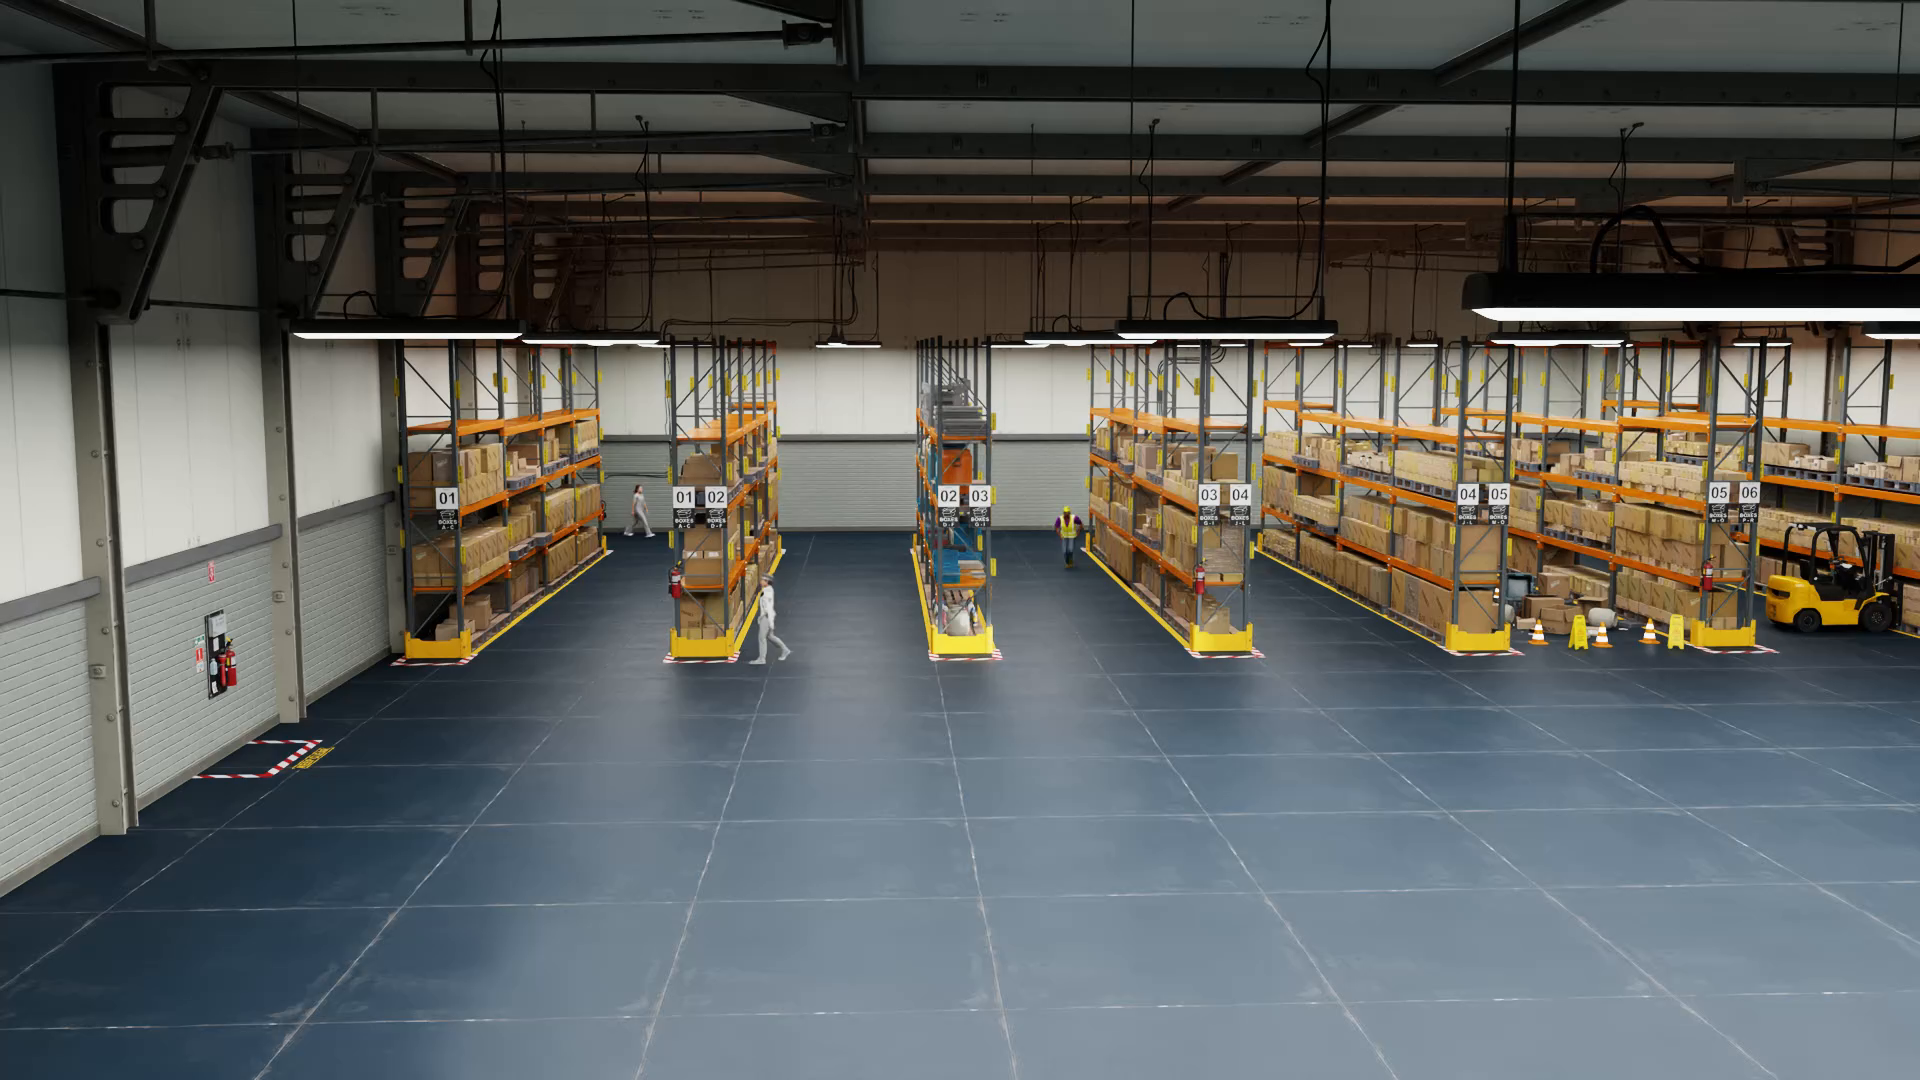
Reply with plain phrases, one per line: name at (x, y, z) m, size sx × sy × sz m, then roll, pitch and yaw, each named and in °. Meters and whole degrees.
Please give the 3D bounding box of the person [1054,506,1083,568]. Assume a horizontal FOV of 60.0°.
person at (2.861, -0.075, 43.822) m, size 0.742 × 1.659 × 0.722 m, roll 1°, pitch 7°, yaw 9°

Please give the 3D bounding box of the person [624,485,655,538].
person at (-9.856, -0.843, 51.122) m, size 1.051 × 1.517 × 0.433 m, roll 1°, pitch 7°, yaw 7°

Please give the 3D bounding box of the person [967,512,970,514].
person at (0.481, -0.906, 50.793) m, size 0.541 × 1.704 × 0.971 m, roll -1°, pitch 7°, yaw -6°

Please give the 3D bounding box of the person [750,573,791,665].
person at (-3.488, 1.429, 30.502) m, size 0.746 × 1.667 × 0.464 m, roll -1°, pitch 7°, yaw -5°
